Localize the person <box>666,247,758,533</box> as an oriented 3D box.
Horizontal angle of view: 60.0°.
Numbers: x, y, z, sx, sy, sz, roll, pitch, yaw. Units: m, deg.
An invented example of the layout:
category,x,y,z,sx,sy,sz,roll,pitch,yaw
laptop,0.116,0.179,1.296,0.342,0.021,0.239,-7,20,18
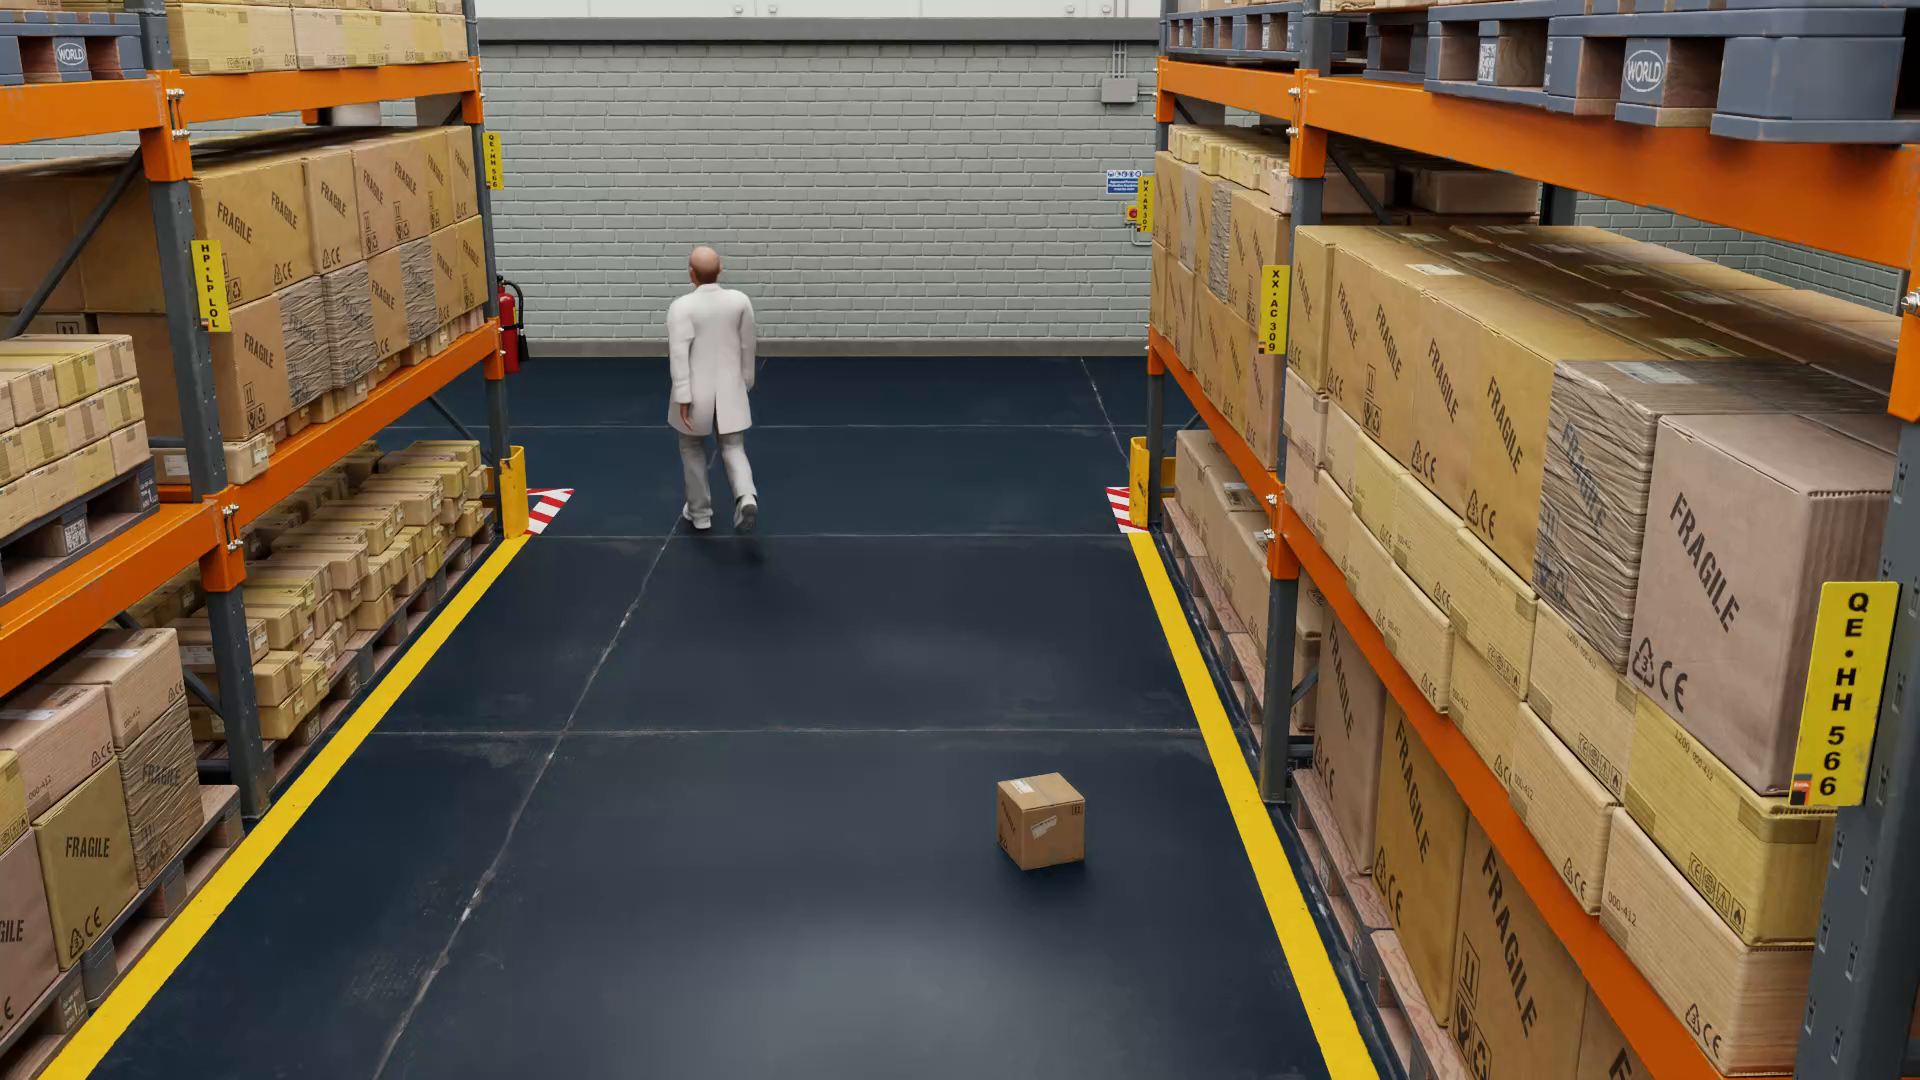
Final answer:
category,x,y,z,sx,sy,sz,roll,pitch,yaw
person,-1.471,-0.882,9.967,0.560,1.746,0.949,-7,18,-23
